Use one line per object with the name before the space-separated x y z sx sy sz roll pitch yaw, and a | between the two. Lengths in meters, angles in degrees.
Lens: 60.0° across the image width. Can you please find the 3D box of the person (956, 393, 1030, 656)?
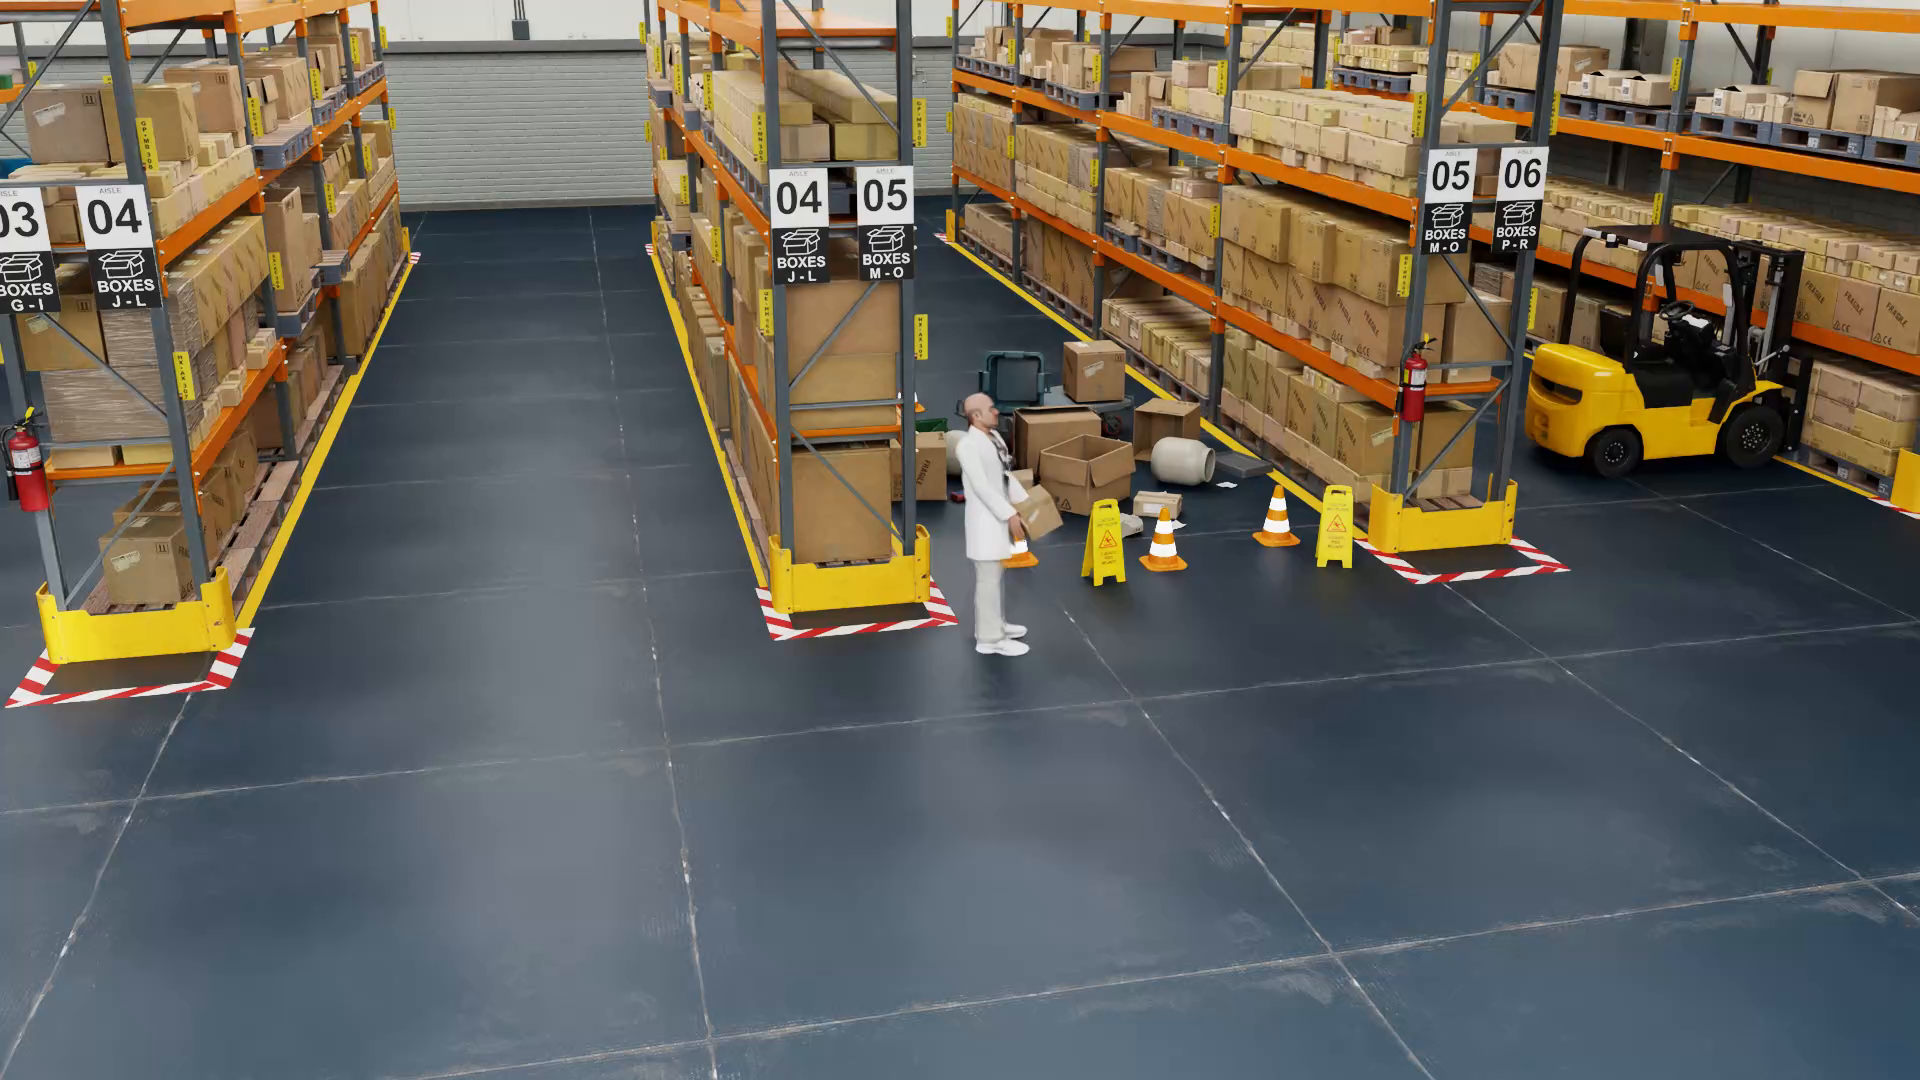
person | 0.279 -0.125 11.432 0.540 1.779 0.566 7 20 18
